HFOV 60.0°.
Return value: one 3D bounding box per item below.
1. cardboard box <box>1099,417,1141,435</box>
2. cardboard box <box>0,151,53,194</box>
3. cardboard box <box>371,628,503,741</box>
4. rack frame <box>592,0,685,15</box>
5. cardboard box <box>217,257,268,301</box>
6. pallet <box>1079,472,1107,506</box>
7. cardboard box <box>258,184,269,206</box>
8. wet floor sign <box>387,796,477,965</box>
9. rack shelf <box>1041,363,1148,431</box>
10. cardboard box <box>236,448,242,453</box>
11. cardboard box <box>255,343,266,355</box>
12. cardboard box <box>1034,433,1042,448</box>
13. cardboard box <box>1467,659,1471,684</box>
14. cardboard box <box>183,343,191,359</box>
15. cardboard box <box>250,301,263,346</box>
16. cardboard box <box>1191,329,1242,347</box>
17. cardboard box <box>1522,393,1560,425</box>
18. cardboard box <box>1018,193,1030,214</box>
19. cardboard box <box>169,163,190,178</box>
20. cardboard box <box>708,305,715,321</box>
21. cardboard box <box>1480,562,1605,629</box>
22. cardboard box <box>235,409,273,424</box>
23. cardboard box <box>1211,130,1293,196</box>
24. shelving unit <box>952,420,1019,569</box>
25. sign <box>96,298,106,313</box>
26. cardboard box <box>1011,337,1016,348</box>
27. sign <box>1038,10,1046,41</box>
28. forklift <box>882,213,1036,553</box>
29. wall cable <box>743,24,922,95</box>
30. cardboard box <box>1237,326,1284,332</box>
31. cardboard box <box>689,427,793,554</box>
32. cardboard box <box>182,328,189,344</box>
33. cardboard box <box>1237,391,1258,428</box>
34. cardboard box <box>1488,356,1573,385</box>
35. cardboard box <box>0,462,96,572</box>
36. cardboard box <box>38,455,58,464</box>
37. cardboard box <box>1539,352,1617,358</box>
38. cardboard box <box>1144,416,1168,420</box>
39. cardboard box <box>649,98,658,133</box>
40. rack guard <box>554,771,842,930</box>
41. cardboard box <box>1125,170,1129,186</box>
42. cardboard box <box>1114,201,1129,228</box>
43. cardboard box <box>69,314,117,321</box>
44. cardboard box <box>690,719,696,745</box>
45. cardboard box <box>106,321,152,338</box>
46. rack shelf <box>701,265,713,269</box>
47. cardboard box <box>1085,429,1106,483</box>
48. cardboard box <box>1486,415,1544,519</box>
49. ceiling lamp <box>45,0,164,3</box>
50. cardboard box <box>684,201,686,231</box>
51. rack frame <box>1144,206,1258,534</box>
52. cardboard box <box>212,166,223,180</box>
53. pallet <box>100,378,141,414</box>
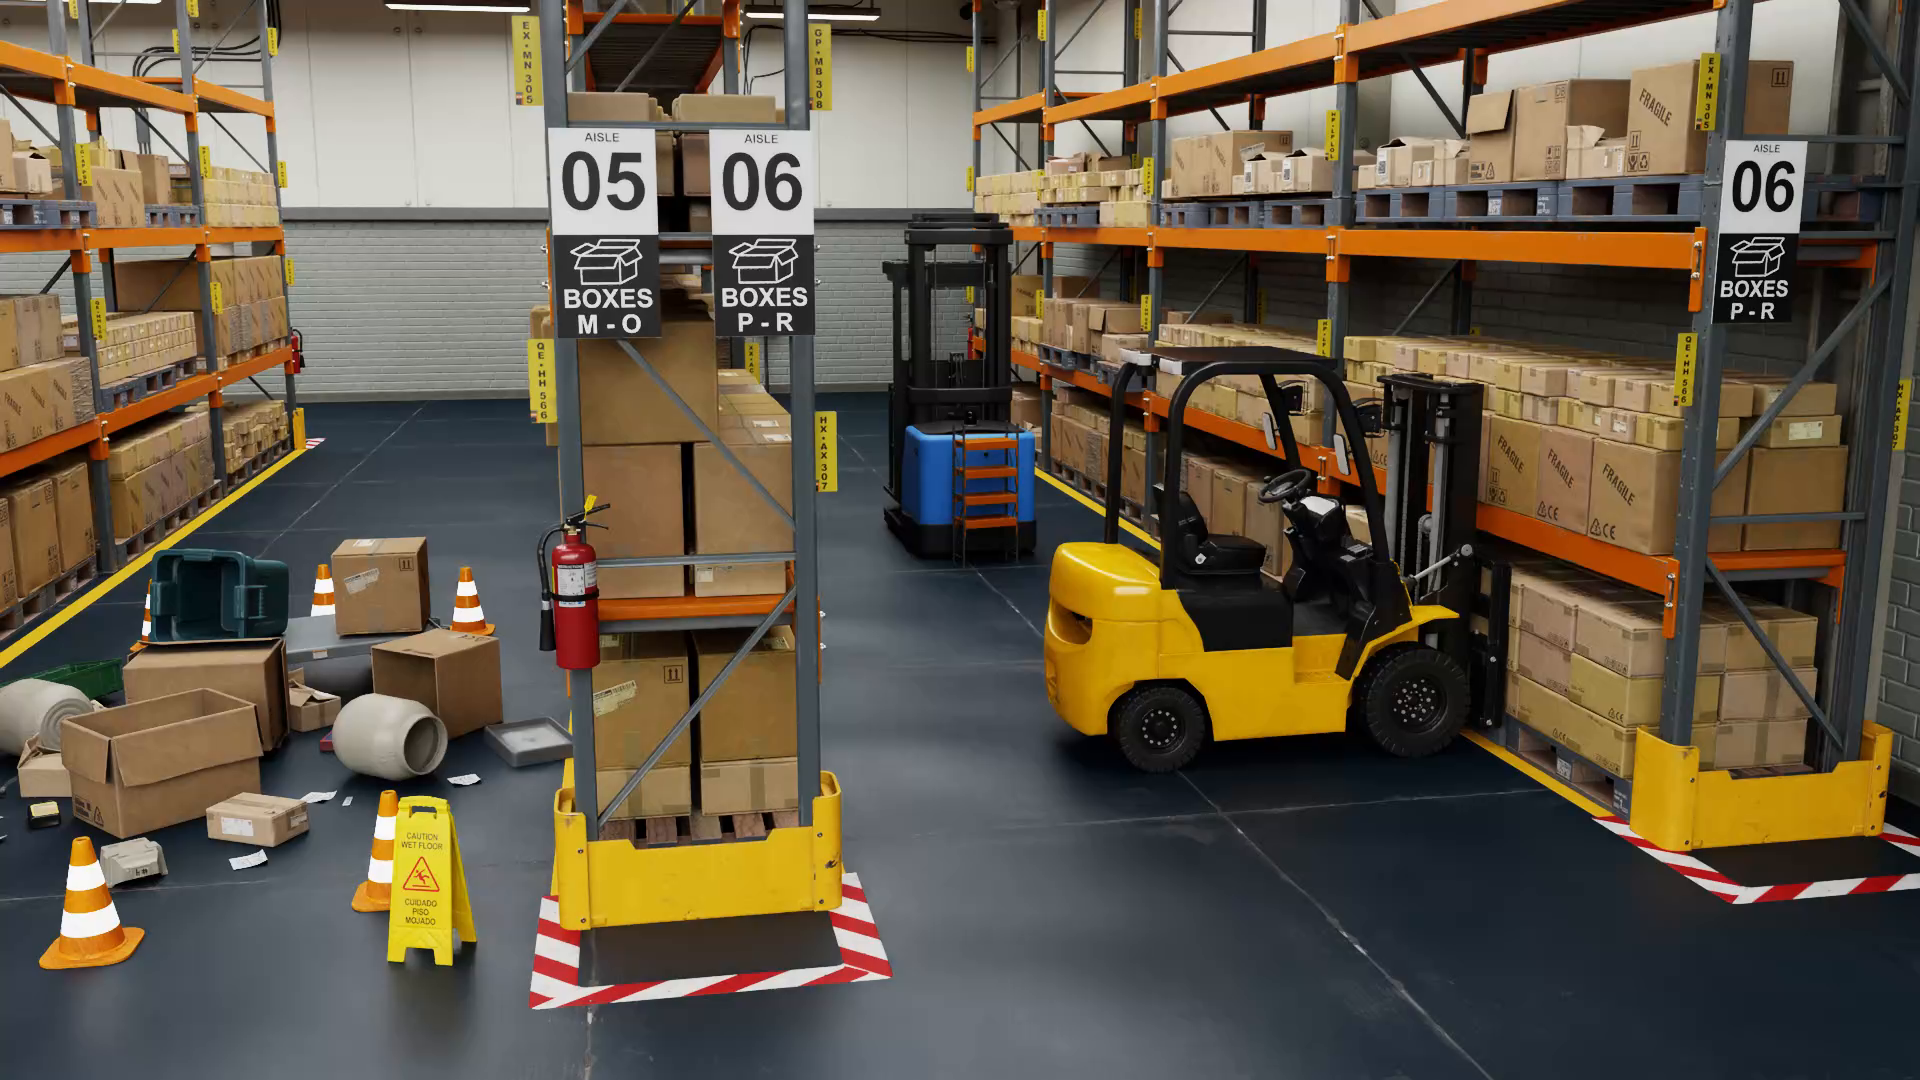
[{"bbox_3d":[1.656,-1.184,17.222,0.380,0.149,0.250,-3,11,-14],"label":"cardboard box"},{"bbox_3d":[-6.976,-2.686,12.112,0.500,0.311,0.500,-2,11,-11],"label":"cardboard box"},{"bbox_3d":[-2.986,0.826,9.512,0.500,0.500,0.500,6,12,28],"label":"cardboard box"},{"bbox_3d":[-3.416,-5.061,17.719,1.000,3.000,0.127,-2,11,-11],"label":"rack frame"},{"bbox_3d":[-8.488,-3.072,19.579,0.500,0.500,0.500,-2,11,-8],"label":"cardboard box"},{"bbox_3d":[1.888,-0.553,17.538,1.003,0.211,1.213,-2,11,-11],"label":"pallet"},{"bbox_3d":[-8.590,-4.125,19.890,0.500,0.250,0.500,-2,11,-13],"label":"cardboard box"},{"bbox_3d":[-2.094,1.317,6.549,0.267,0.644,0.232,2,11,9],"label":"wet floor sign"},{"bbox_3d":[1.841,-1.575,17.372,1.077,0.370,4.000,-2,11,-11],"label":"rack shelf"},{"bbox_3d":[-8.257,-0.937,18.597,0.380,0.149,0.250,-2,11,-12],"label":"cardboard box"},{"bbox_3d":[-8.519,-2.288,19.868,0.380,0.149,0.250,-3,11,-14],"label":"cardboard box"},{"bbox_3d":[1.056,-1.192,19.940,0.380,0.149,0.250,-2,11,-13],"label":"cardboard box"},{"bbox_3d":[3.086,0.698,9.740,0.500,0.250,0.500,-2,11,-9],"label":"cardboard box"},{"bbox_3d":[-7.929,-1.885,16.626,0.380,0.149,0.250,-2,11,-11],"label":"cardboard box"},{"bbox_3d":[-8.400,-2.492,19.204,0.500,0.500,0.500,-2,11,-8],"label":"cardboard box"},{"bbox_3d":[2.195,-1.717,14.195,0.380,0.149,0.250,-2,11,-10],"label":"cardboard box"},{"bbox_3d":[3.240,-0.704,8.871,0.380,0.149,0.250,-2,11,-13],"label":"cardboard box"},{"bbox_3d":[1.002,-4.015,19.853,0.500,0.250,0.500,-3,11,-13],"label":"cardboard box"},{"bbox_3d":[-8.071,-3.819,17.213,0.380,0.149,0.250,-2,11,-12],"label":"cardboard box"},{"bbox_3d":[-1.604,-1.466,10.955,0.380,0.149,0.250,-2,11,-11],"label":"cardboard box"},{"bbox_3d":[3.178,0.300,9.152,0.500,0.250,0.500,-2,11,-10],"label":"cardboard box"},{"bbox_3d":[-8.415,-1.471,19.813,0.380,0.149,0.250,-2,11,-9],"label":"cardboard box"},{"bbox_3d":[2.330,-3.011,13.314,0.500,0.500,0.500,-2,11,-10],"label":"cardboard box"},{"bbox_3d":[0.214,-0.389,14.030,0.503,1.200,0.258,-4,12,-22],"label":"shelving unit"},{"bbox_3d":[-8.782,-2.319,17.045,0.100,0.325,0.005,-2,11,-11],"label":"sign"},{"bbox_3d":[0.860,-2.505,21.005,0.380,0.149,0.250,-2,11,-11],"label":"cardboard box"},{"bbox_3d":[0.917,-5.723,18.490,0.100,0.325,0.005,-2,11,-11],"label":"sign"},{"bbox_3d":[-0.119,-1.555,15.530,1.130,2.935,3.031,-2,11,-11],"label":"forklift"},{"bbox_3d":[-2.098,-6.967,27.634,2.988,3.039,0.133,-2,11,-11],"label":"wall cable"},{"bbox_3d":[2.643,-1.783,14.541,0.380,0.149,0.250,-2,11,-11],"label":"cardboard box"},{"bbox_3d":[-0.902,-0.205,7.189,0.500,0.500,0.500,-2,11,-12],"label":"cardboard box"},{"bbox_3d":[-7.928,-2.030,16.594,0.380,0.149,0.250,-2,11,-11],"label":"cardboard box"},{"bbox_3d":[2.484,-1.021,12.940,0.500,0.250,0.500,-2,11,-11],"label":"cardboard box"},{"bbox_3d":[3.206,-0.947,9.353,0.380,0.149,0.250,-2,11,-10],"label":"cardboard box"},{"bbox_3d":[-7.443,-0.168,12.949,1.050,0.750,0.750,-2,11,-12],"label":"cardboard box"},{"bbox_3d":[-7.864,-0.644,14.116,0.500,0.250,0.500,-2,11,-12],"label":"cardboard box"},{"bbox_3d":[3.603,-1.010,9.685,0.380,0.149,0.250,-2,11,-9],"label":"cardboard box"},{"bbox_3d":[2.131,-1.201,17.309,0.380,0.149,0.250,-2,11,-11],"label":"cardboard box"},{"bbox_3d":[-1.450,-1.755,6.910,0.380,0.149,0.250,-2,11,-10],"label":"cardboard box"},{"bbox_3d":[-1.097,1.301,7.024,1.175,0.500,0.348,-2,11,-11],"label":"rack guard"},{"bbox_3d":[1.816,-3.503,16.094,0.380,0.149,0.250,-2,11,-12],"label":"cardboard box"},{"bbox_3d":[1.794,-3.139,16.043,0.500,0.250,0.500,-2,11,-11],"label":"cardboard box"},{"bbox_3d":[-8.566,-2.150,16.430,0.380,0.149,0.250,-2,11,-9],"label":"cardboard box"},{"bbox_3d":[-1.178,0.880,8.781,0.500,0.250,0.500,-1,11,-7],"label":"cardboard box"},{"bbox_3d":[-7.675,-1.935,15.301,0.380,0.149,0.250,-2,11,-12],"label":"cardboard box"},{"bbox_3d":[-2.249,-2.134,12.285,1.077,0.370,4.000,-2,11,-11],"label":"rack shelf"},{"bbox_3d":[1.627,-0.892,17.423,0.500,0.500,0.500,-3,11,-13],"label":"cardboard box"},{"bbox_3d":[3.241,-0.413,9.079,0.500,0.500,0.500,-2,11,-12],"label":"cardboard box"},{"bbox_3d":[-11.949,-8.886,22.205,2.000,3.185,0.800,-2,11,-11],"label":"ceiling lamp"},{"bbox_3d":[-1.057,-1.475,7.573,0.380,0.149,0.250,-2,11,-11],"label":"cardboard box"},{"bbox_3d":[2.230,-1.561,15.377,1.000,3.000,0.127,-2,11,-11],"label":"rack frame"},{"bbox_3d":[-8.201,-3.963,17.972,0.380,0.149,0.250,-2,11,-13],"label":"cardboard box"},{"bbox_3d":[-7.717,-1.214,14.067,1.213,0.211,1.003,-2,11,-11],"label":"pallet"}]
